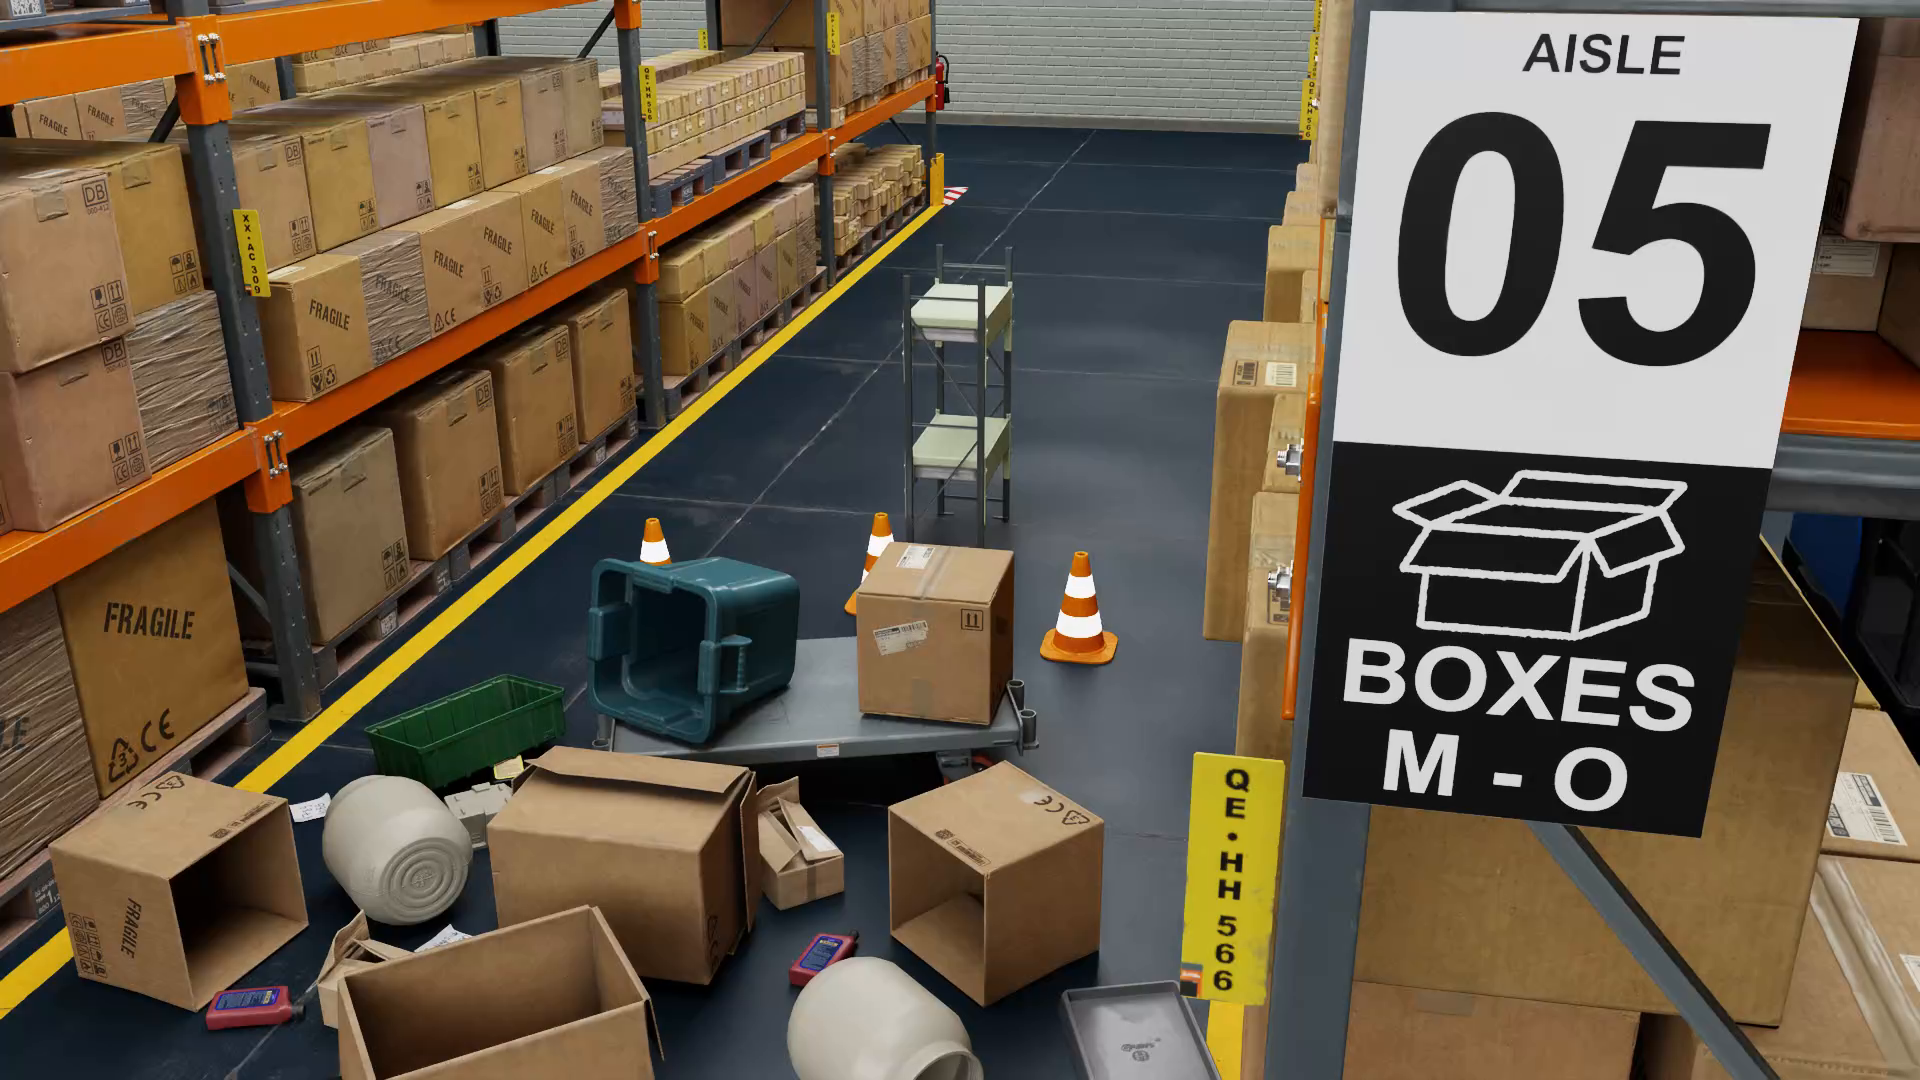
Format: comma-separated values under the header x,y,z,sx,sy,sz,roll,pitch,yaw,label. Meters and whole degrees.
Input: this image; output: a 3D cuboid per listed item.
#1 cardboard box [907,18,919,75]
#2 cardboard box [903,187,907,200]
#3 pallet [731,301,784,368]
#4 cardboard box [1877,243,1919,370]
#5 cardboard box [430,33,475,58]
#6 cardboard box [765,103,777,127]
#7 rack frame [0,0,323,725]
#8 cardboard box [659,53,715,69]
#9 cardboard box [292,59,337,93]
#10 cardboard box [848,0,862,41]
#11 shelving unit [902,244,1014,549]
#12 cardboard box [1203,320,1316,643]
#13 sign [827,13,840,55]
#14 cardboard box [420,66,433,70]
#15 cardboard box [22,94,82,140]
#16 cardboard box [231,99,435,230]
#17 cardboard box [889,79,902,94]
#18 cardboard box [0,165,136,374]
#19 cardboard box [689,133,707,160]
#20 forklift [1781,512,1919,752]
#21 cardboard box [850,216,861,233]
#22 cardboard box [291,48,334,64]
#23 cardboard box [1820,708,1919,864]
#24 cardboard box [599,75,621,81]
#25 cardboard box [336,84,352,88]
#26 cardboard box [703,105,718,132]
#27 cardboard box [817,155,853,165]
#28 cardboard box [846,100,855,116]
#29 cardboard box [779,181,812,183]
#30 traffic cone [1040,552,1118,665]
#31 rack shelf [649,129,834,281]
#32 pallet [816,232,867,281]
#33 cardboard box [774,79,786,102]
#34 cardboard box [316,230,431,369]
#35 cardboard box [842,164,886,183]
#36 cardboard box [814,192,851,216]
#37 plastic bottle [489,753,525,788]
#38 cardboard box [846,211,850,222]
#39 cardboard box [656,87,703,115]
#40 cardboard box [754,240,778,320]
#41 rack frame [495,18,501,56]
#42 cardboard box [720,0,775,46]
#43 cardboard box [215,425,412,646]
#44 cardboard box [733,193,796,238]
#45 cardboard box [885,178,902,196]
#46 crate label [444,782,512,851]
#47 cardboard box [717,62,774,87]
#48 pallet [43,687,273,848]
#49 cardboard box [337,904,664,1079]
x,y,z,sx,sy,sz,roll,pitch,yaw,label
-0.704,-4.880,16.424,0.500,0.500,0.500,4,22,10,cardboard box
-0.749,-3.540,16.882,0.380,0.149,0.250,4,22,11,cardboard box
-1.974,-1.579,12.492,1.003,0.211,1.213,4,22,11,pallet
1.233,-0.247,1.774,0.380,0.149,0.250,4,22,11,cardboard box
-5.428,-5.354,17.935,0.500,0.250,0.500,4,22,10,cardboard box
-1.614,-3.245,12.670,0.380,0.149,0.250,3,22,8,cardboard box
-3.203,-0.679,6.525,1.000,3.000,0.127,4,22,11,rack frame
-2.152,-3.748,13.122,0.380,0.149,0.250,5,22,12,cardboard box
-6.053,-4.240,15.170,0.500,0.250,0.500,4,22,10,cardboard box
-1.149,-4.590,14.366,0.500,0.500,0.500,4,22,9,cardboard box
-0.001,-0.693,8.567,0.431,1.500,0.755,4,22,11,shelving unit
0.852,-0.106,3.232,0.700,0.500,0.500,4,22,10,cardboard box
-1.026,-4.101,13.472,0.100,0.325,0.005,4,22,11,sign
-5.599,-4.743,16.950,0.380,0.149,0.250,5,22,11,cardboard box
-6.753,-2.949,12.028,0.500,0.500,0.500,4,22,9,cardboard box
-2.901,-1.745,7.698,0.700,0.500,0.500,5,22,11,cardboard box
-0.780,-4.440,16.200,0.380,0.149,0.250,3,22,9,cardboard box
-3.310,-0.907,5.445,0.875,0.550,0.550,4,22,11,cardboard box
-1.935,-2.664,11.228,0.380,0.149,0.250,5,23,13,cardboard box
4.221,-0.528,6.241,1.130,2.935,3.031,5,22,11,forklift
-1.124,-2.875,15.231,0.380,0.149,0.250,4,22,10,cardboard box
-6.057,-4.592,15.039,0.500,0.500,0.500,4,22,11,cardboard box
1.318,0.598,2.822,0.500,0.500,0.500,5,23,13,cardboard box
-2.469,-3.183,11.720,0.380,0.149,0.250,6,23,14,cardboard box
-5.913,-4.179,15.551,0.380,0.149,0.250,5,23,13,cardboard box
-1.884,-2.900,11.416,0.380,0.149,0.250,4,22,11,cardboard box
-1.278,-3.761,16.635,0.380,0.149,0.250,3,22,8,cardboard box
-1.148,-3.868,14.778,0.380,0.149,0.250,3,22,9,cardboard box
-1.566,-3.180,15.193,0.380,0.149,0.250,5,23,13,cardboard box
0.546,0.278,7.545,0.336,0.463,0.334,4,22,11,traffic cone
-1.978,-2.540,12.108,1.077,0.370,4.000,4,22,11,rack shelf
-1.468,-2.560,14.927,1.003,0.211,1.213,4,22,11,pallet
-1.564,-3.474,12.840,0.380,0.149,0.250,5,23,13,cardboard box
-2.730,-1.082,7.392,0.500,0.500,0.500,5,22,11,cardboard box
-0.927,-3.531,16.064,0.380,0.149,0.250,4,22,9,cardboard box
-1.183,-2.960,14.645,0.380,0.149,0.250,6,23,14,cardboard box
-1.782,0.900,6.537,0.133,0.061,0.283,-7,23,-17,plastic bottle
-1.205,-2.915,14.932,0.380,0.149,0.250,4,22,11,cardboard box
-1.941,-2.935,11.104,0.380,0.149,0.250,4,22,9,cardboard box
-1.689,-1.976,12.528,0.500,0.500,0.500,4,22,10,cardboard box
-5.589,-5.483,18.453,1.000,3.000,0.127,4,22,11,rack frame
-1.739,-4.446,14.007,0.500,0.500,0.500,4,22,9,cardboard box
-3.164,-0.064,7.448,1.050,0.750,0.750,4,22,11,cardboard box
-1.593,-2.510,12.850,0.500,0.250,0.500,6,23,13,cardboard box
-0.780,-3.483,16.342,0.380,0.149,0.250,5,22,12,cardboard box
-1.771,1.015,6.149,0.298,0.136,0.250,-11,25,-26,crate label
-1.623,-3.509,12.529,0.380,0.149,0.250,4,22,11,cardboard box
-3.434,0.886,6.370,1.003,0.211,1.213,4,22,11,pallet
-1.272,1.447,4.588,0.797,0.503,0.637,-11,25,-26,cardboard box
